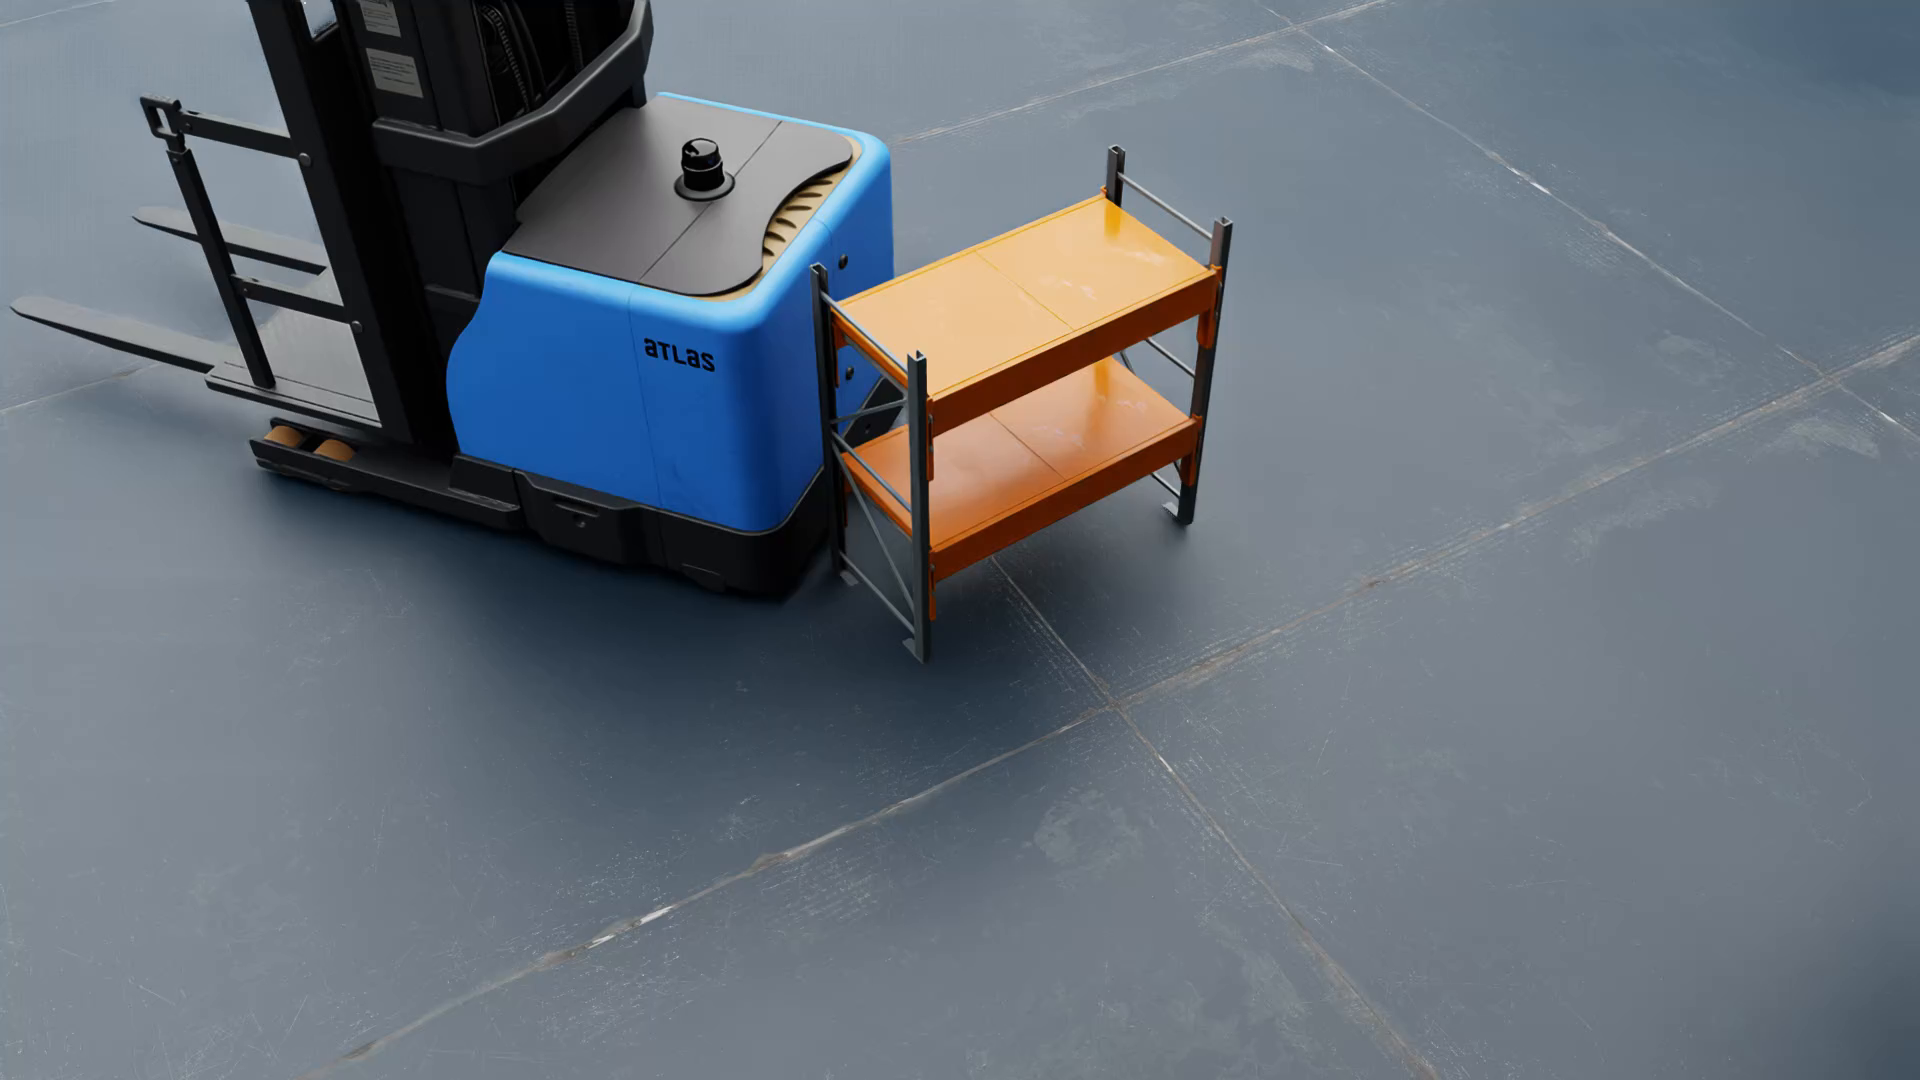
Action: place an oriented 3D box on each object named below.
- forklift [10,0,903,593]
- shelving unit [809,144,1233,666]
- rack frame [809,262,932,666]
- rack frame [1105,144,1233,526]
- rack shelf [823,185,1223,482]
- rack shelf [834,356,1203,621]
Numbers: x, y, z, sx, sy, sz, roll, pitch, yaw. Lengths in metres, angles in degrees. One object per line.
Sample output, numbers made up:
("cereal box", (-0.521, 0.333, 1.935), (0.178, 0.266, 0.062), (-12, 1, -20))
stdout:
("forklift", (-1.763, -1.539, 4.732), (3.031, 2.935, 1.130), (15, 46, 15))
("shelving unit", (0.173, -0.389, 4.843), (1.048, 1.125, 0.538), (-27, 50, -25))
("rack frame", (-0.240, -0.183, 4.630), (0.032, 1.125, 0.500), (-27, 50, -25))
("rack frame", (0.586, -0.596, 5.056), (0.032, 1.125, 0.500), (-27, 50, -25))
("rack shelf", (0.173, -0.599, 4.640), (1.000, 0.278, 0.538), (-27, 50, -25))
("rack shelf", (0.173, -0.214, 5.014), (1.000, 0.278, 0.538), (-27, 50, -25))
